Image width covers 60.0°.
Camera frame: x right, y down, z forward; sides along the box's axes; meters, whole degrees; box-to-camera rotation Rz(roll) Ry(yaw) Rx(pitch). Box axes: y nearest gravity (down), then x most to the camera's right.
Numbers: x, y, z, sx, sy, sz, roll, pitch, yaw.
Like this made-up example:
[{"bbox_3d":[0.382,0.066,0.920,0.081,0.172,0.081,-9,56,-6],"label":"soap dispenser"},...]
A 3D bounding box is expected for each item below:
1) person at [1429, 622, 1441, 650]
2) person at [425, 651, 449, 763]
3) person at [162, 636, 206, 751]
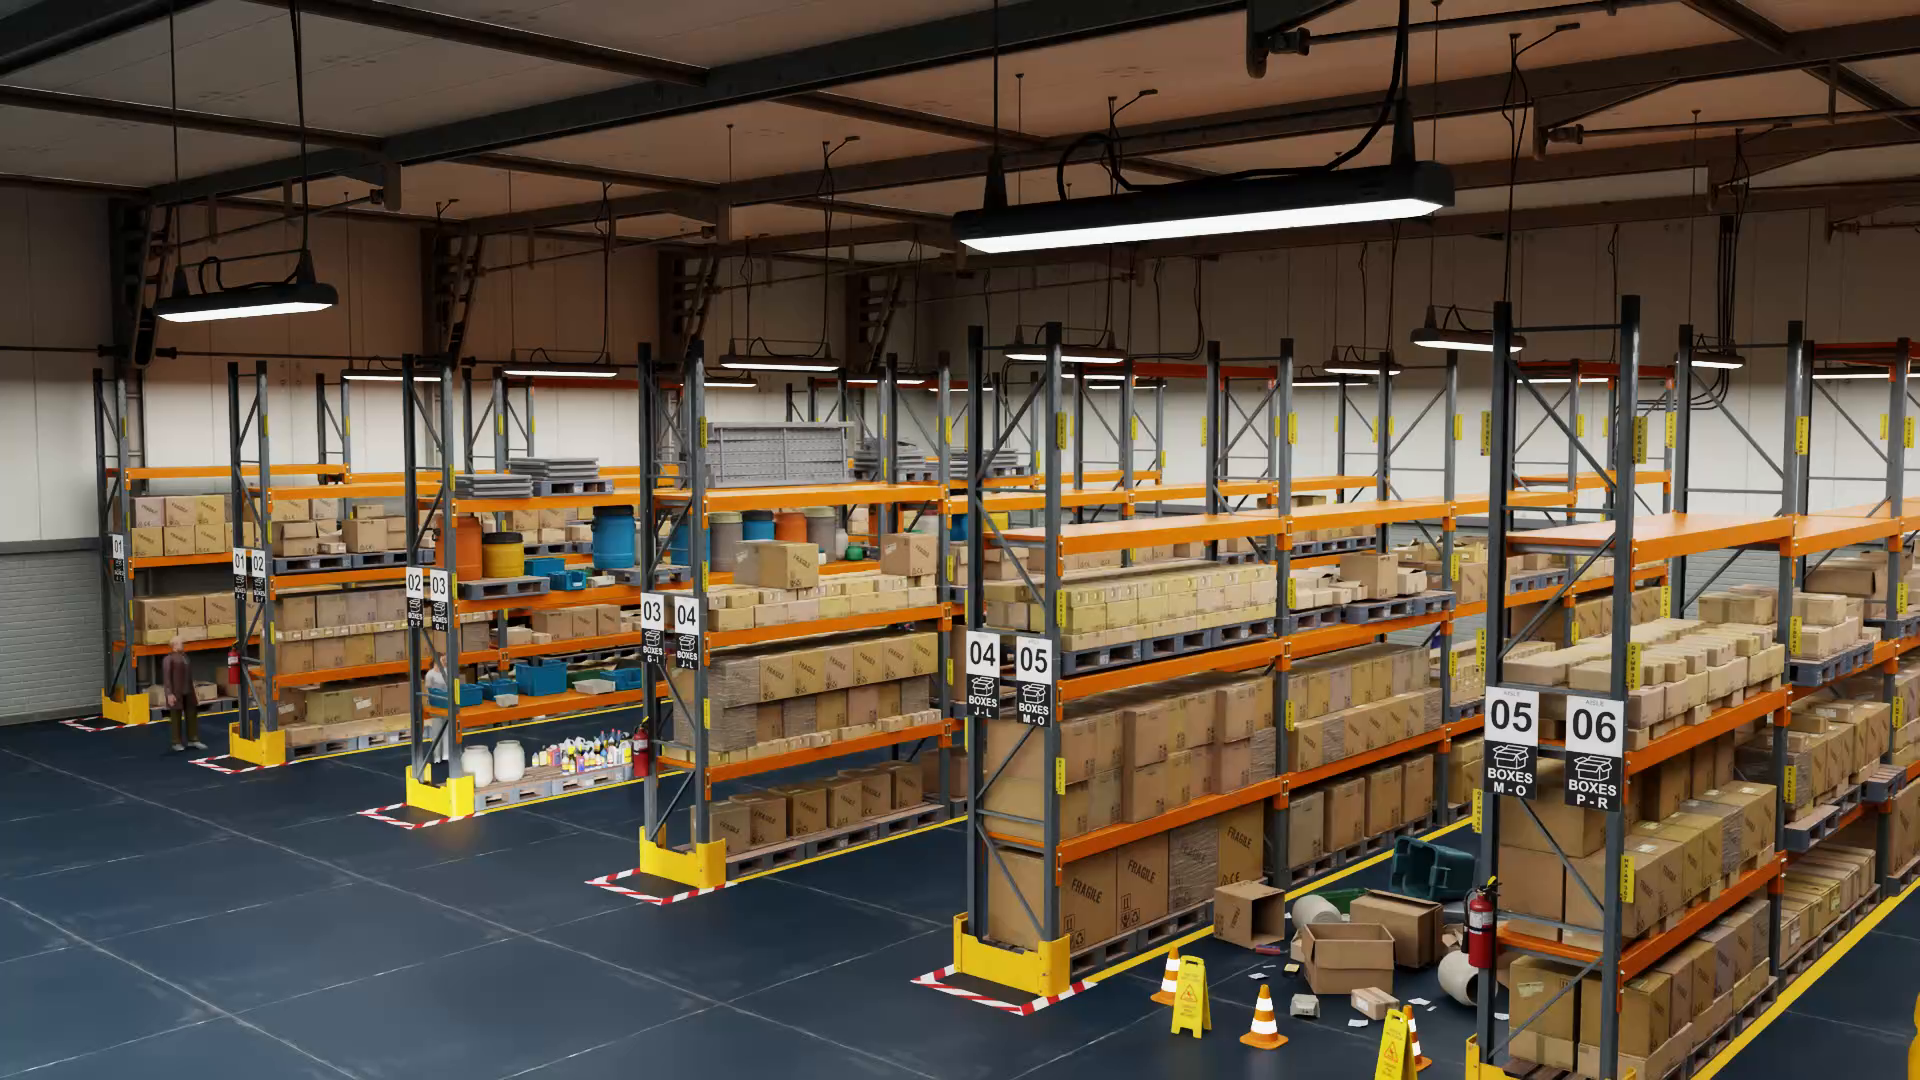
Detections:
[{"bbox_3d":[9.261,1.974,32.028,0.503,1.642,0.504,0,4,-5],"label":"person"},{"bbox_3d":[-7.770,2.509,24.881,0.357,1.663,0.471,3,5,39],"label":"person"},{"bbox_3d":[-12.103,2.383,25.858,0.465,1.790,0.637,2,5,26],"label":"person"}]
